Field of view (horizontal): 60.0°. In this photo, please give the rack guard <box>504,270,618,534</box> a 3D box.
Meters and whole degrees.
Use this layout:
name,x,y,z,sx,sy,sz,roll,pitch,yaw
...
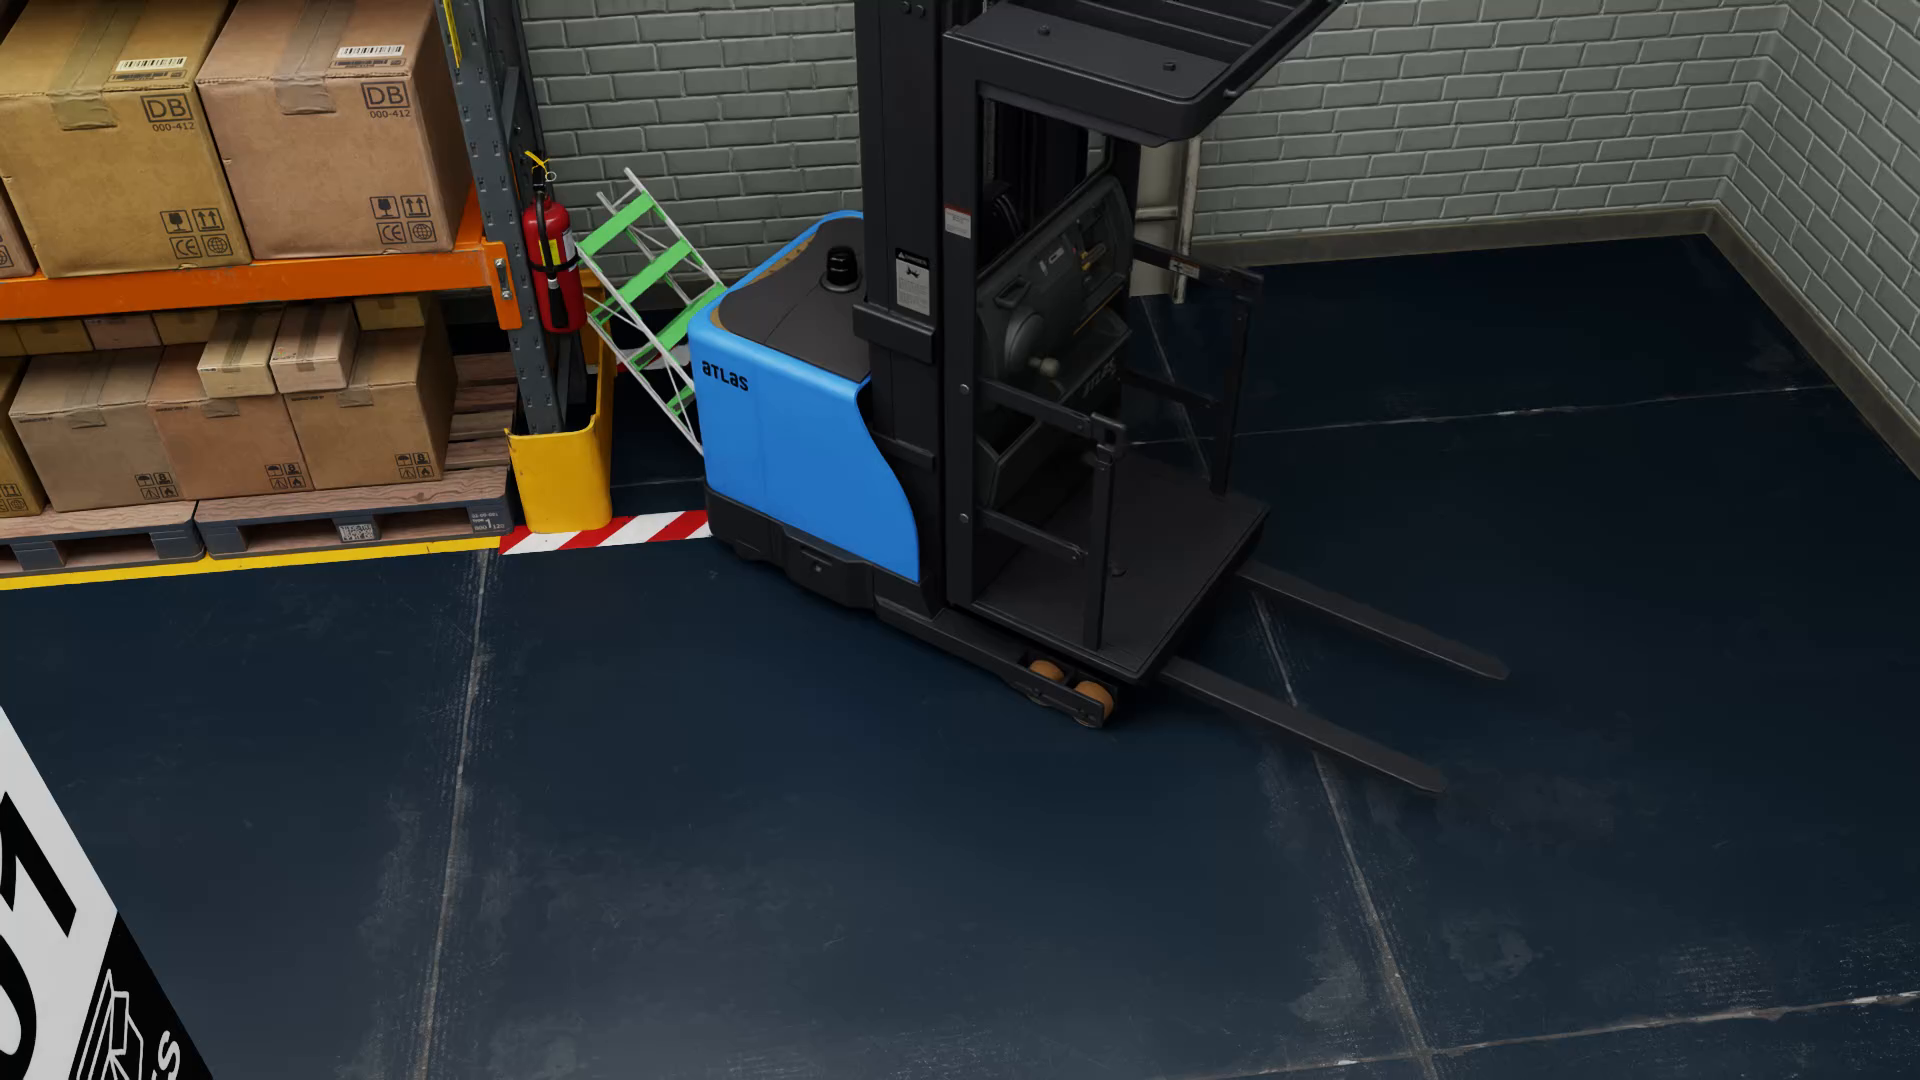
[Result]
name,x,y,z,sx,sy,sz,roll,pitch,yaw
rack guard,-1.672,-0.607,7.050,0.348,0.500,1.175,-5,42,-6

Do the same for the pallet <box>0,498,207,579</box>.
name,x,y,z,sx,sy,sz,roll,pitch,yaw
pallet,-3.686,-0.273,6.895,1.213,0.211,1.003,-5,42,-6

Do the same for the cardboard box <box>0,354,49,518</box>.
name,x,y,z,sx,sy,sz,roll,pitch,yaw
cardboard box,-3.900,-0.495,6.612,0.500,0.500,0.700,-4,42,-5

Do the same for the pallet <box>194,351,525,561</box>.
name,x,y,z,sx,sy,sz,roll,pitch,yaw
pallet,-2.479,-0.376,7.010,1.213,0.211,1.003,-5,42,-6

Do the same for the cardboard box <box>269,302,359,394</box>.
name,x,y,z,sx,sy,sz,roll,pitch,yaw
cardboard box,-2.481,-0.743,6.402,0.250,0.149,0.380,-5,42,-6

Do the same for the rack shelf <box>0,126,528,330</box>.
name,x,y,z,sx,sy,sz,roll,pitch,yaw
rack shelf,-3.679,-1.093,6.259,4.000,0.370,1.077,-5,42,-6

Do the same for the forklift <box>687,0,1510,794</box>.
name,x,y,z,sx,sy,sz,roll,pitch,yaw
forklift,0.503,-0.824,5.475,3.031,2.935,1.130,23,47,24

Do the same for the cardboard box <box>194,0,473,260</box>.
name,x,y,z,sx,sy,sz,roll,pitch,yaw
cardboard box,-2.200,-1.594,6.054,0.700,0.700,0.980,-3,42,-4

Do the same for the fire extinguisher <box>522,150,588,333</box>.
name,x,y,z,sx,sy,sz,roll,pitch,yaw
fire extinguisher,-1.487,-1.073,6.036,0.183,0.674,0.296,-5,42,-6

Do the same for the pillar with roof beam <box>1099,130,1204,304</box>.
name,x,y,z,sx,sy,sz,roll,pitch,yaw
pillar with roof beam,1.427,-1.711,1.928,0.400,9.000,9.100,-5,42,-6

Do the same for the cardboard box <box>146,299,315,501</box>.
name,x,y,z,sx,sy,sz,roll,pitch,yaw
cardboard box,-2.873,-0.590,6.718,0.500,0.500,0.700,-5,42,-6

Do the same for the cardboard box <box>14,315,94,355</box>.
name,x,y,z,sx,sy,sz,roll,pitch,yaw
cardboard box,-3.536,-0.907,6.585,0.250,0.149,0.380,-5,42,-5

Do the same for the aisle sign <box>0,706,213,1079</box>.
name,x,y,z,sx,sy,sz,roll,pitch,yaw
aisle sign,-1.021,0.590,1.916,0.004,0.787,0.394,-5,42,-6

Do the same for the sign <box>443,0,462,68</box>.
name,x,y,z,sx,sy,sz,roll,pitch,yaw
sign,-1.639,-1.690,5.342,0.005,0.325,0.100,-5,42,-6

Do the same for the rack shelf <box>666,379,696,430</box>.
name,x,y,z,sx,sy,sz,roll,pitch,yaw
rack shelf,-1.015,-0.683,7.030,0.258,0.148,0.480,-25,20,43

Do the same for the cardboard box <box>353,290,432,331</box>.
name,x,y,z,sx,sy,sz,roll,pitch,yaw
cardboard box,-2.279,-1.018,6.708,0.250,0.149,0.380,-5,42,-5

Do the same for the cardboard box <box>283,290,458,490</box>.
name,x,y,z,sx,sy,sz,roll,pitch,yaw
cardboard box,-2.377,-0.634,6.766,0.500,0.500,0.700,-5,42,-6

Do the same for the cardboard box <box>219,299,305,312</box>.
name,x,y,z,sx,sy,sz,roll,pitch,yaw
cardboard box,-2.781,-0.974,6.659,0.250,0.149,0.380,-5,42,-5

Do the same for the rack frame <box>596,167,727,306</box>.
name,x,y,z,sx,sy,sz,roll,pitch,yaw
rack frame,-1.095,-1.054,7.120,0.240,1.200,0.015,-25,20,43

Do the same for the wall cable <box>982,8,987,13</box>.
name,x,y,z,sx,sy,sz,roll,pitch,yaw
wall cable,-0.549,-2.650,6.690,1.851,1.984,0.084,-5,42,-6

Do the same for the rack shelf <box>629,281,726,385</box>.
name,x,y,z,sx,sy,sz,roll,pitch,yaw
rack shelf,-1.161,-0.863,6.968,0.258,0.148,0.480,-25,20,43

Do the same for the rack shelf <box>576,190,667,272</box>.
name,x,y,z,sx,sy,sz,roll,pitch,yaw
rack shelf,-1.453,-1.224,6.845,0.258,0.148,0.480,-25,20,43

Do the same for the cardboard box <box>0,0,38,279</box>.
name,x,y,z,sx,sy,sz,roll,pitch,yaw
cardboard box,-3.678,-1.463,5.909,0.700,0.700,0.980,-7,43,-8

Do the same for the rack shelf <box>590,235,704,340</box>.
name,x,y,z,sx,sy,sz,roll,pitch,yaw
rack shelf,-1.307,-1.044,6.907,0.258,0.148,0.480,-25,20,43

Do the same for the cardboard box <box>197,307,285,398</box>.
name,x,y,z,sx,sy,sz,roll,pitch,yaw
cardboard box,-2.734,-0.720,6.377,0.250,0.149,0.380,-4,42,-4

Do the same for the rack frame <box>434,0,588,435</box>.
name,x,y,z,sx,sy,sz,roll,pitch,yaw
rack frame,-1.696,-1.533,6.210,0.127,3.000,1.000,-5,42,-6

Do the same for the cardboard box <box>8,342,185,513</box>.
name,x,y,z,sx,sy,sz,roll,pitch,yaw
cardboard box,-3.372,-0.546,6.669,0.500,0.500,0.700,-6,42,-7

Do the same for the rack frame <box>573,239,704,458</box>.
name,x,y,z,sx,sy,sz,roll,pitch,yaw
rack frame,-1.305,-0.769,6.784,0.240,1.200,0.015,-25,20,43

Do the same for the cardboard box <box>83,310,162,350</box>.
name,x,y,z,sx,sy,sz,roll,pitch,yaw
cardboard box,-3.282,-0.930,6.610,0.250,0.149,0.380,-4,42,-5

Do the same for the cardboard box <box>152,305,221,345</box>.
name,x,y,z,sx,sy,sz,roll,pitch,yaw
cardboard box,-3.030,-0.953,6.635,0.250,0.149,0.380,-5,42,-5

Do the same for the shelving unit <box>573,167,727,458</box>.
name,x,y,z,sx,sy,sz,roll,pitch,yaw
shelving unit,-1.200,-0.911,6.952,0.258,1.200,0.503,-25,20,43

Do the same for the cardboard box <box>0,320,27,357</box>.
name,x,y,z,sx,sy,sz,roll,pitch,yaw
cardboard box,-3.787,-0.886,6.561,0.250,0.149,0.380,-6,42,-6

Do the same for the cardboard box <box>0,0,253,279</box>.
name,x,y,z,sx,sy,sz,roll,pitch,yaw
cardboard box,-2.920,-1.523,5.975,0.700,0.700,0.980,-5,42,-6
